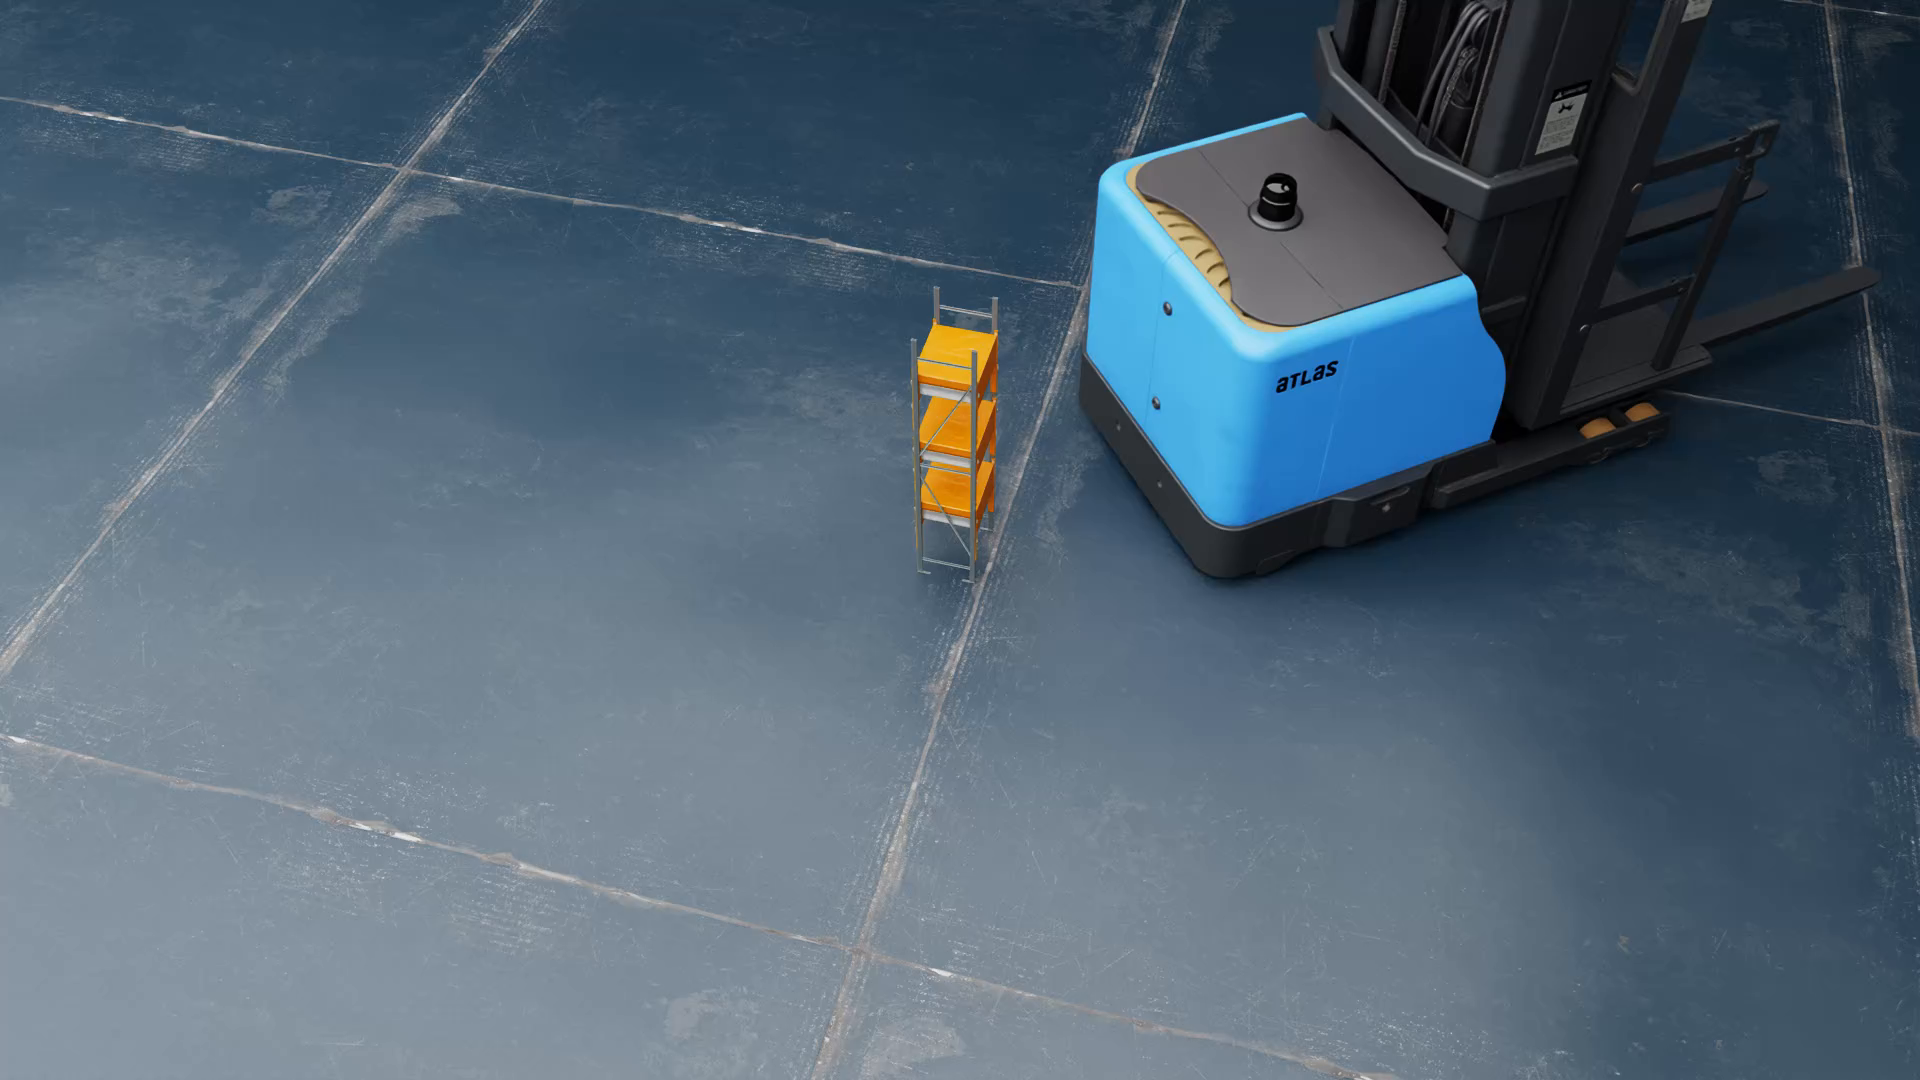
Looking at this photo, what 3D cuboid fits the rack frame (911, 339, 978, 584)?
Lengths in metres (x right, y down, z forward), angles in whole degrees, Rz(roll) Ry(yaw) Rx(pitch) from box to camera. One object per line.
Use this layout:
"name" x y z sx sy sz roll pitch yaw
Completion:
"rack frame" -0.046 -0.220 5.244 0.200 1.050 0.008 12 50 10

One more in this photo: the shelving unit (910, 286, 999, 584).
"shelving unit" -0.014 -0.309 5.322 0.215 1.050 0.252 12 50 10

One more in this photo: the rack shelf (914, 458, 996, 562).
"rack shelf" -0.014 -0.118 5.539 0.215 0.259 0.240 12 50 10

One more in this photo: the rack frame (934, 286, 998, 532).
"rack frame" 0.018 -0.397 5.400 0.200 1.050 0.008 12 50 10

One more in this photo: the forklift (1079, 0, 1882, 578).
"forklift" 1.999 -1.591 5.199 3.031 2.935 1.130 -18 51 -16

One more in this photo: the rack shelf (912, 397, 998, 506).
"rack shelf" -0.014 -0.302 5.330 0.215 0.259 0.240 12 50 10

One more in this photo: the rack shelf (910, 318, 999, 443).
"rack shelf" -0.014 -0.489 5.117 0.215 0.259 0.240 12 50 10
